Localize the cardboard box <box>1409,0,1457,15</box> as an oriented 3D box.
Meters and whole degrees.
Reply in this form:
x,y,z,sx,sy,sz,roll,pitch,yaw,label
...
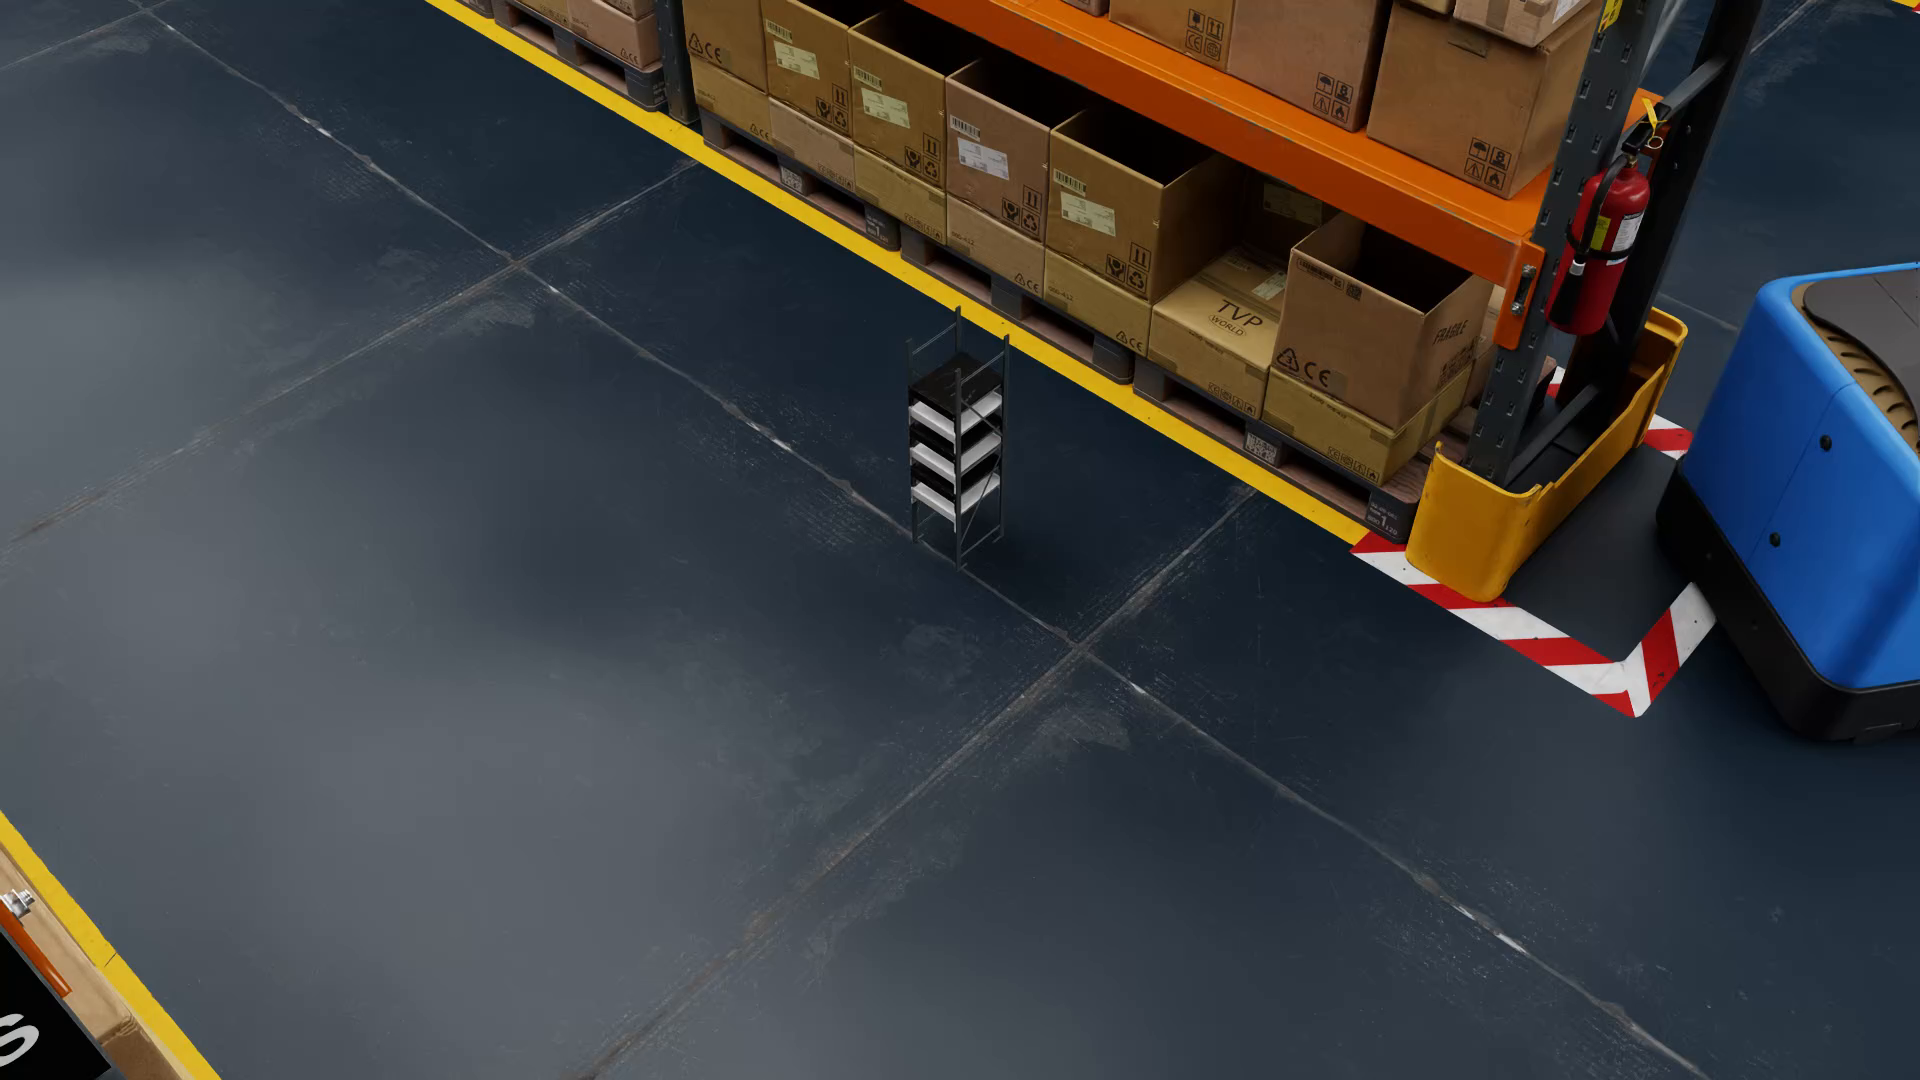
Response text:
x,y,z,sx,sy,sz,roll,pitch,yaw,label
1.400,-1.679,4.755,0.250,0.149,0.380,35,56,28,cardboard box

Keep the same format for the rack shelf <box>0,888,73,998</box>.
x,y,z,sx,sy,sz,roll,pitch,yaw,label
-2.824,-0.321,2.430,4.000,0.370,1.077,34,55,28,rack shelf

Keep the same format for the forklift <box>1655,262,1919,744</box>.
x,y,z,sx,sy,sz,roll,pitch,yaw,label
3.957,-0.897,4.582,3.031,2.935,1.130,-7,47,-7,forklift

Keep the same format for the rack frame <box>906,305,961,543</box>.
x,y,z,sx,sy,sz,roll,pitch,yaw,label
-0.081,-0.362,5.473,0.006,0.900,0.240,34,55,28,rack frame

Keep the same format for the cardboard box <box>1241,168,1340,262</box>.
x,y,z,sx,sy,sz,roll,pitch,yaw,label
1.391,-1.297,5.994,0.500,0.500,0.500,34,55,28,cardboard box

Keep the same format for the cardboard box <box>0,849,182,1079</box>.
x,y,z,sx,sy,sz,roll,pitch,yaw,label
-1.501,0.839,2.479,0.500,0.500,0.500,34,55,28,cardboard box

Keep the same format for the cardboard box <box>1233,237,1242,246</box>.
x,y,z,sx,sy,sz,roll,pitch,yaw,label
1.023,-1.287,6.499,0.500,0.250,0.500,34,55,28,cardboard box

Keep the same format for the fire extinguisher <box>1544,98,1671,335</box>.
x,y,z,sx,sy,sz,roll,pitch,yaw,label
1.775,-0.873,4.566,0.183,0.674,0.296,34,55,28,fire extinguisher

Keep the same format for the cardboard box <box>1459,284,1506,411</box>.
x,y,z,sx,sy,sz,roll,pitch,yaw,label
1.760,-0.794,6.036,0.500,0.250,0.500,34,55,28,cardboard box

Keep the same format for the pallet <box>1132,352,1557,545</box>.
x,y,z,sx,sy,sz,roll,pitch,yaw,label
1.413,-0.608,6.176,1.213,0.211,1.003,34,55,28,pallet

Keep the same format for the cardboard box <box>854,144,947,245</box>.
x,y,z,sx,sy,sz,roll,pitch,yaw,label
-0.073,-1.496,6.695,0.500,0.250,0.500,34,55,28,cardboard box

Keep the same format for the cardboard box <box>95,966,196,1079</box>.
x,y,z,sx,sy,sz,roll,pitch,yaw,label
-1.497,1.082,2.766,0.500,0.250,0.500,32,55,27,cardboard box

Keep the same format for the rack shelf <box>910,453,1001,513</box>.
x,y,z,sx,sy,sz,roll,pitch,yaw,label
-0.006,-0.228,5.516,0.200,0.077,0.258,34,55,28,rack shelf

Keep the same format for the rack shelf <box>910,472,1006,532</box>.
x,y,z,sx,sy,sz,roll,pitch,yaw,label
-0.006,-0.166,5.581,0.200,0.077,0.258,34,55,28,rack shelf

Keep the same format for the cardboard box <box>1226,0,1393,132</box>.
x,y,z,sx,sy,sz,roll,pitch,yaw,label
1.280,-1.736,5.254,0.500,0.500,0.700,35,56,29,cardboard box

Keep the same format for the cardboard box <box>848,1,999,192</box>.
x,y,z,sx,sy,sz,roll,pitch,yaw,label
-0.073,-1.753,6.422,0.500,0.500,0.500,34,55,28,cardboard box

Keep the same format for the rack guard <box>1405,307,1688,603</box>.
x,y,z,sx,sy,sz,roll,pitch,yaw,label
2.021,-0.340,5.726,0.348,0.500,1.175,34,55,28,rack guard

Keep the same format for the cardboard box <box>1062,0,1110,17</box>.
x,y,z,sx,sy,sz,roll,pitch,yaw,label
0.529,-2.243,5.730,0.500,0.500,0.700,36,56,29,cardboard box

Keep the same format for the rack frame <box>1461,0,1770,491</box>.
x,y,z,sx,sy,sz,roll,pitch,yaw,label
2.003,-1.207,4.826,0.127,3.000,1.000,34,55,28,rack frame

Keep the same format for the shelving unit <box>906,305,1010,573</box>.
x,y,z,sx,sy,sz,roll,pitch,yaw,label
-0.006,-0.312,5.426,0.210,0.900,0.258,34,55,28,shelving unit

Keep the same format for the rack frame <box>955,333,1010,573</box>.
x,y,z,sx,sy,sz,roll,pitch,yaw,label
0.069,-0.262,5.379,0.006,0.900,0.240,34,55,28,rack frame

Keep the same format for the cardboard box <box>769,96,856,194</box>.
x,y,z,sx,sy,sz,roll,pitch,yaw,label
-0.437,-1.746,6.930,0.500,0.250,0.500,34,55,28,cardboard box

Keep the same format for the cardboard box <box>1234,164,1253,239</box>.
x,y,z,sx,sy,sz,roll,pitch,yaw,label
1.015,-1.537,6.219,0.500,0.500,0.500,34,55,28,cardboard box

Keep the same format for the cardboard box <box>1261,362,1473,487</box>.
x,y,z,sx,sy,sz,roll,pitch,yaw,label
1.409,-0.517,5.776,0.500,0.250,0.500,34,55,28,cardboard box

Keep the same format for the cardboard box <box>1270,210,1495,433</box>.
x,y,z,sx,sy,sz,roll,pitch,yaw,label
1.407,-0.772,5.501,0.500,0.500,0.500,34,55,28,cardboard box

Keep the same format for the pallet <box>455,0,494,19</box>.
x,y,z,sx,sy,sz,roll,pitch,yaw,label
-2.405,-3.177,8.588,1.213,0.211,1.003,34,55,28,pallet

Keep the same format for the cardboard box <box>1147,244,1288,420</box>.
x,y,z,sx,sy,sz,roll,pitch,yaw,label
1.033,-0.757,6.002,0.500,0.250,0.500,34,55,28,cardboard box

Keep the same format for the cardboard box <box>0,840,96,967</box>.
x,y,z,sx,sy,sz,roll,pitch,yaw,label
-1.857,0.589,2.714,0.500,0.500,0.500,34,55,28,cardboard box

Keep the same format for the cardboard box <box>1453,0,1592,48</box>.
x,y,z,sx,sy,sz,roll,pitch,yaw,label
1.593,-1.550,4.634,0.250,0.149,0.380,33,55,27,cardboard box

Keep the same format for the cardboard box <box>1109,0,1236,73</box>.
x,y,z,sx,sy,sz,roll,pitch,yaw,label
0.919,-1.985,5.487,0.500,0.500,0.700,34,56,28,cardboard box

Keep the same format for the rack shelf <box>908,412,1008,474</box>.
x,y,z,sx,sy,sz,roll,pitch,yaw,label
-0.006,-0.351,5.384,0.200,0.077,0.258,34,55,28,rack shelf

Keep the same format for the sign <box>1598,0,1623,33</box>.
x,y,z,sx,sy,sz,roll,pitch,yaw,label
1.625,-1.401,4.051,0.005,0.325,0.100,34,55,28,sign

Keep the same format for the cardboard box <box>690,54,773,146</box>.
x,y,z,sx,sy,sz,roll,pitch,yaw,label
-0.801,-1.996,7.164,0.500,0.250,0.500,34,55,28,cardboard box

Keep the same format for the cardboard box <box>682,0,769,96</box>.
x,y,z,sx,sy,sz,roll,pitch,yaw,label
-0.808,-2.247,6.886,0.500,0.500,0.500,34,55,28,cardboard box

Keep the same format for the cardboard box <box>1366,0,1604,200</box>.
x,y,z,sx,sy,sz,roll,pitch,yaw,label
1.669,-1.479,5.013,0.500,0.500,0.700,34,55,28,cardboard box

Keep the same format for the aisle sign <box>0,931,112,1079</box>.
x,y,z,sx,sy,sz,roll,pitch,yaw,label
-1.098,0.433,1.502,0.004,0.787,0.394,34,55,28,aisle sign

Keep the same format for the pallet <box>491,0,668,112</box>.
x,y,z,sx,sy,sz,roll,pitch,yaw,label
-1.504,-2.574,8.022,1.213,0.211,1.003,34,55,28,pallet

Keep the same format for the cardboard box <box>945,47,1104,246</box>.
x,y,z,sx,sy,sz,roll,pitch,yaw,label
0.296,-1.507,6.191,0.500,0.500,0.500,34,55,28,cardboard box

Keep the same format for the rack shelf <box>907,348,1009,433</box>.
x,y,z,sx,sy,sz,roll,pitch,yaw,label
-0.006,-0.474,5.253,0.200,0.077,0.258,34,55,28,rack shelf

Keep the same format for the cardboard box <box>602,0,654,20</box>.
x,y,z,sx,sy,sz,roll,pitch,yaw,label
-1.428,-2.626,7.372,0.500,0.311,0.500,34,55,28,cardboard box

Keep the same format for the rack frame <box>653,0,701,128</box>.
x,y,z,sx,sy,sz,roll,pitch,yaw,label
-0.936,-3.185,6.683,0.127,3.000,1.000,34,55,28,rack frame

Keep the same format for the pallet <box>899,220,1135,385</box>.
x,y,z,sx,sy,sz,roll,pitch,yaw,label
0.520,-1.212,6.743,1.213,0.211,1.003,34,55,28,pallet

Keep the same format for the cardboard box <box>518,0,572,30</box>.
x,y,z,sx,sy,sz,roll,pitch,yaw,label
-1.808,-2.688,7.815,0.500,0.250,0.500,33,55,27,cardboard box

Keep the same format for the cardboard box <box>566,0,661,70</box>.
x,y,z,sx,sy,sz,roll,pitch,yaw,label
-1.438,-2.437,7.579,0.500,0.250,0.500,33,55,27,cardboard box

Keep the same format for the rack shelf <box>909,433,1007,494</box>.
x,y,z,sx,sy,sz,roll,pitch,yaw,label
-0.006,-0.289,5.450,0.200,0.077,0.258,34,55,28,rack shelf

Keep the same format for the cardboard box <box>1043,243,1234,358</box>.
x,y,z,sx,sy,sz,roll,pitch,yaw,label
0.664,-1.004,6.233,0.500,0.250,0.500,34,55,28,cardboard box

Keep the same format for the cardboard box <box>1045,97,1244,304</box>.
x,y,z,sx,sy,sz,roll,pitch,yaw,label
0.662,-1.259,5.958,0.500,0.500,0.500,34,55,28,cardboard box

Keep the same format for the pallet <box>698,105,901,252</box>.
x,y,z,sx,sy,sz,roll,pitch,yaw,label
-0.380,-1.815,7.309,1.213,0.211,1.003,34,55,28,pallet

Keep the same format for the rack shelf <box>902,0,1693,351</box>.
x,y,z,sx,sy,sz,roll,pitch,yaw,label
0.533,-1.950,6.017,4.000,0.370,1.077,34,55,28,rack shelf

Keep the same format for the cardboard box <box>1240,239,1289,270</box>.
x,y,z,sx,sy,sz,roll,pitch,yaw,label
1.390,-1.039,6.266,0.500,0.250,0.500,34,55,28,cardboard box

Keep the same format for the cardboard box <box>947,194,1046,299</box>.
x,y,z,sx,sy,sz,roll,pitch,yaw,label
0.298,-1.252,6.466,0.500,0.250,0.500,34,55,28,cardboard box

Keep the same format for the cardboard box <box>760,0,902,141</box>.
x,y,z,sx,sy,sz,roll,pitch,yaw,label
-0.435,-2.004,6.658,0.500,0.500,0.500,34,55,28,cardboard box

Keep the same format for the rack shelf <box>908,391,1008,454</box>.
x,y,z,sx,sy,sz,roll,pitch,yaw,label
-0.006,-0.412,5.319,0.200,0.077,0.258,34,55,28,rack shelf
